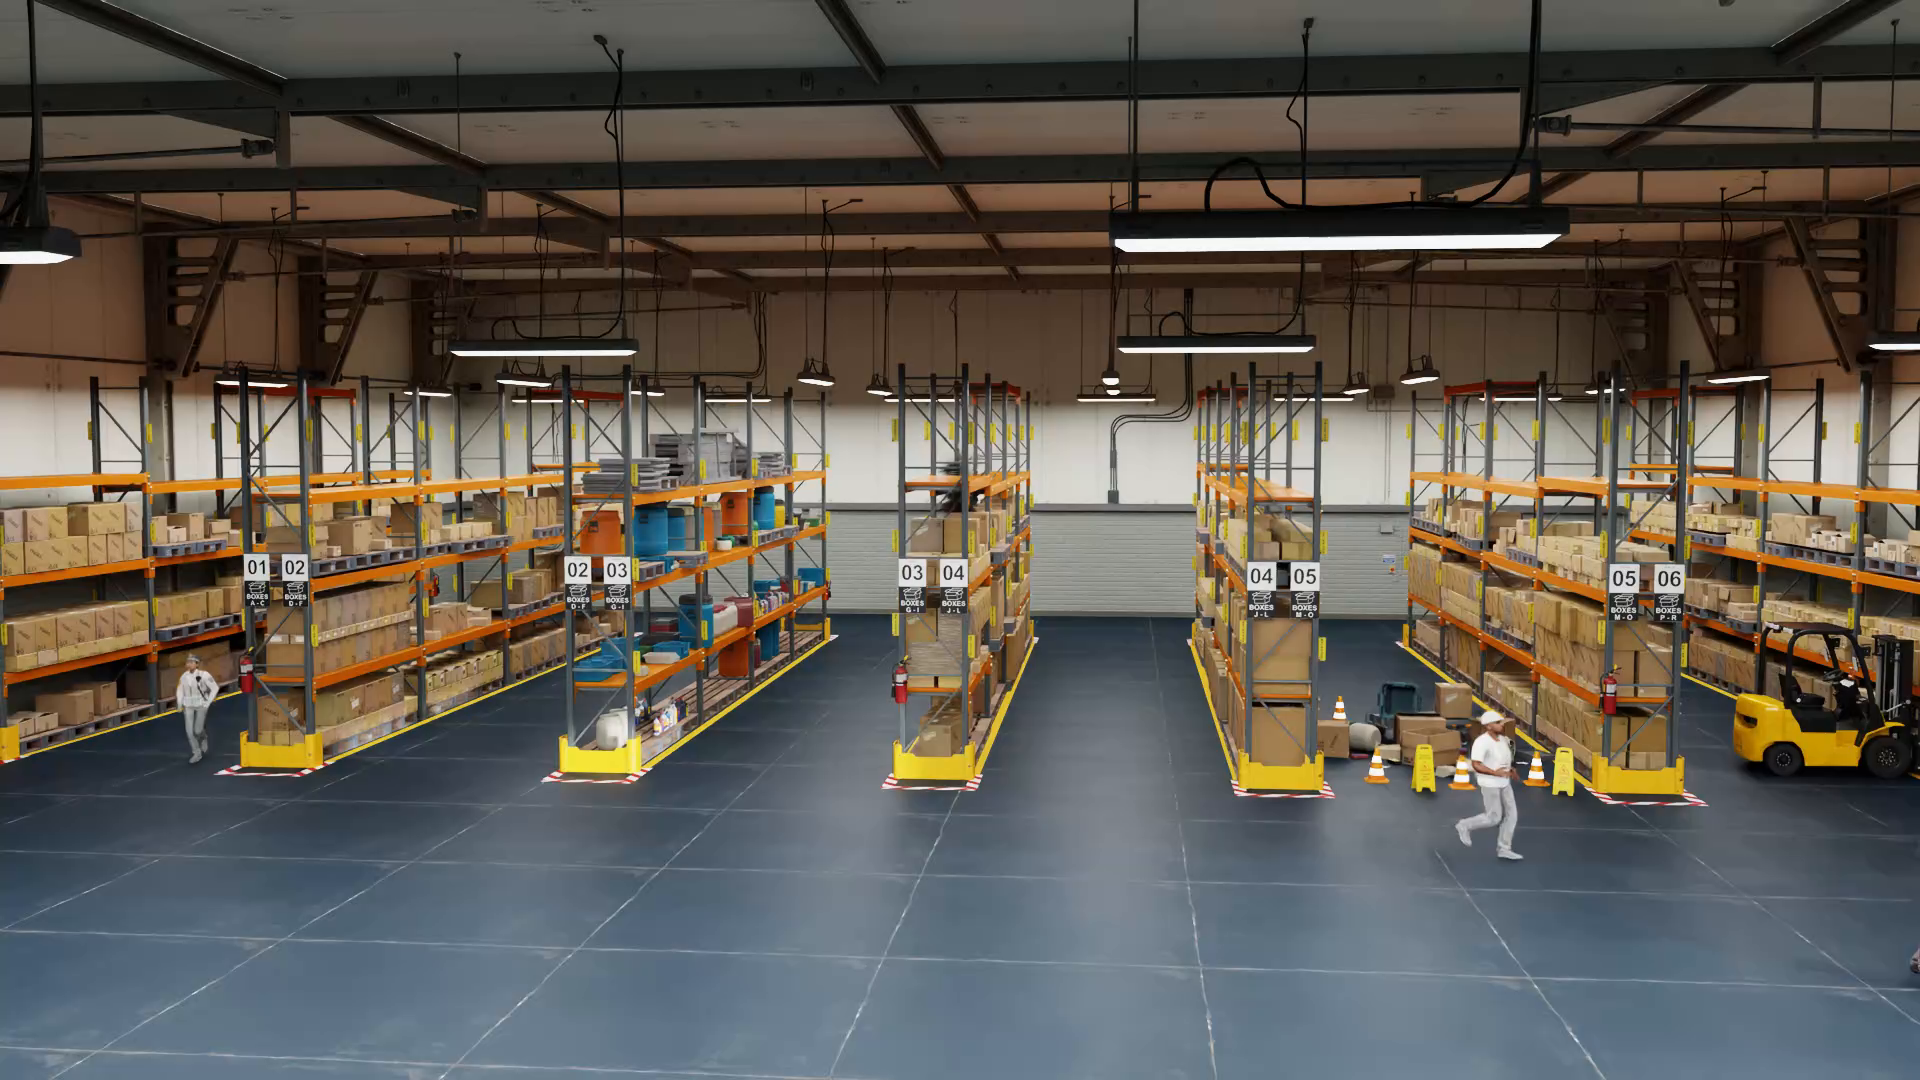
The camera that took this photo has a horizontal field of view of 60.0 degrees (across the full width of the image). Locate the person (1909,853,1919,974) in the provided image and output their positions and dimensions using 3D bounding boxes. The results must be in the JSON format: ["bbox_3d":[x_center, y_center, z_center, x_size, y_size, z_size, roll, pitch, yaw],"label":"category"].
[{"bbox_3d":[8.867,3.197,14.760,0.774,1.787,0.630,3,5,42],"label":"person"}]

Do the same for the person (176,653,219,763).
[{"bbox_3d":[-11.677,2.551,25.407,0.619,1.667,0.475,0,4,-2],"label":"person"}]

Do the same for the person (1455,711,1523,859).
[{"bbox_3d":[6.285,2.878,19.644,0.712,1.733,0.795,-4,5,-44],"label":"person"}]
